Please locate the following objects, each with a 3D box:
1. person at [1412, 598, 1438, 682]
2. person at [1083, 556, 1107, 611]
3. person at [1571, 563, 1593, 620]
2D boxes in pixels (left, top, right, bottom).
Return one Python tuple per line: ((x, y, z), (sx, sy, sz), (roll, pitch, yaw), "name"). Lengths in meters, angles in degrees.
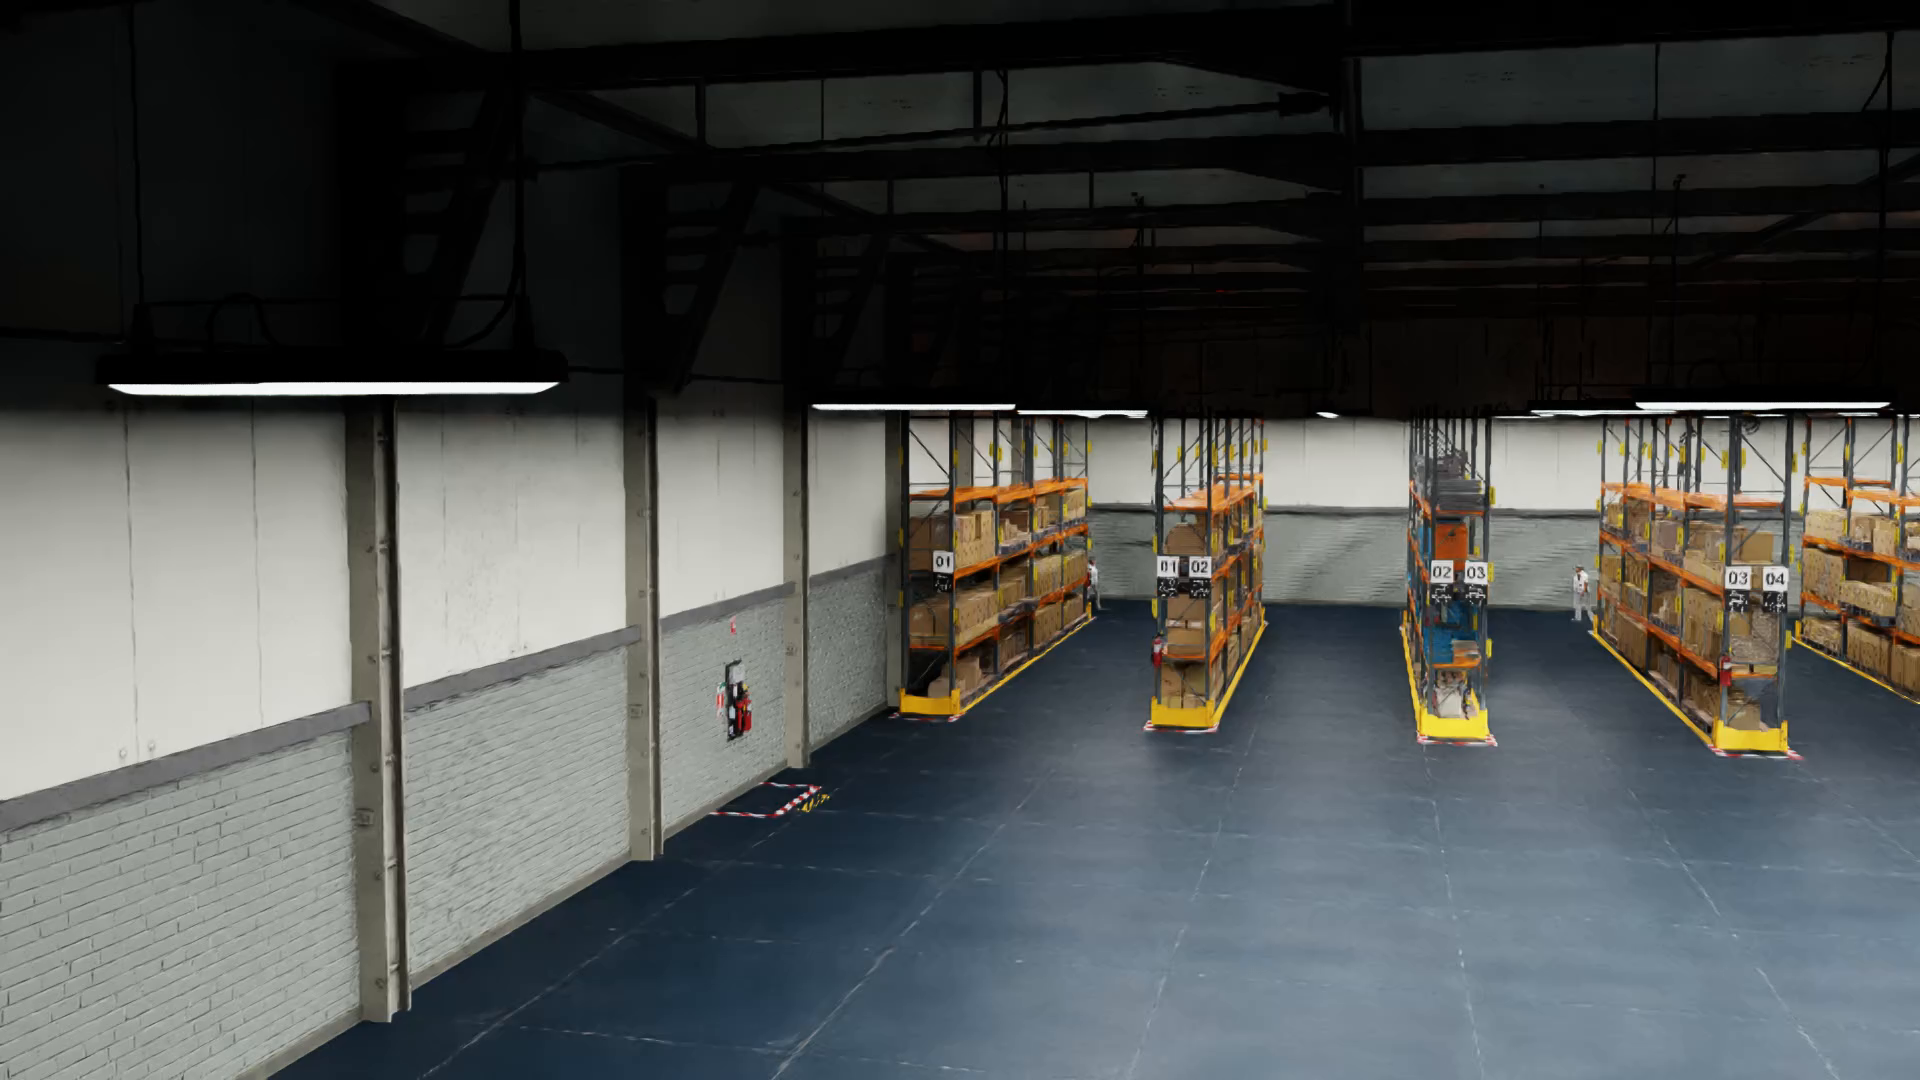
((9.824, 2.099, 35.075), (0.579, 1.763, 0.693), (2, 5, 26), "person")
((3.995, 1.298, 49.914), (0.685, 1.672, 0.552), (-3, 5, -38), "person")
((17.883, 1.482, 47.715), (0.602, 1.645, 0.535), (-1, 4, -18), "person")
